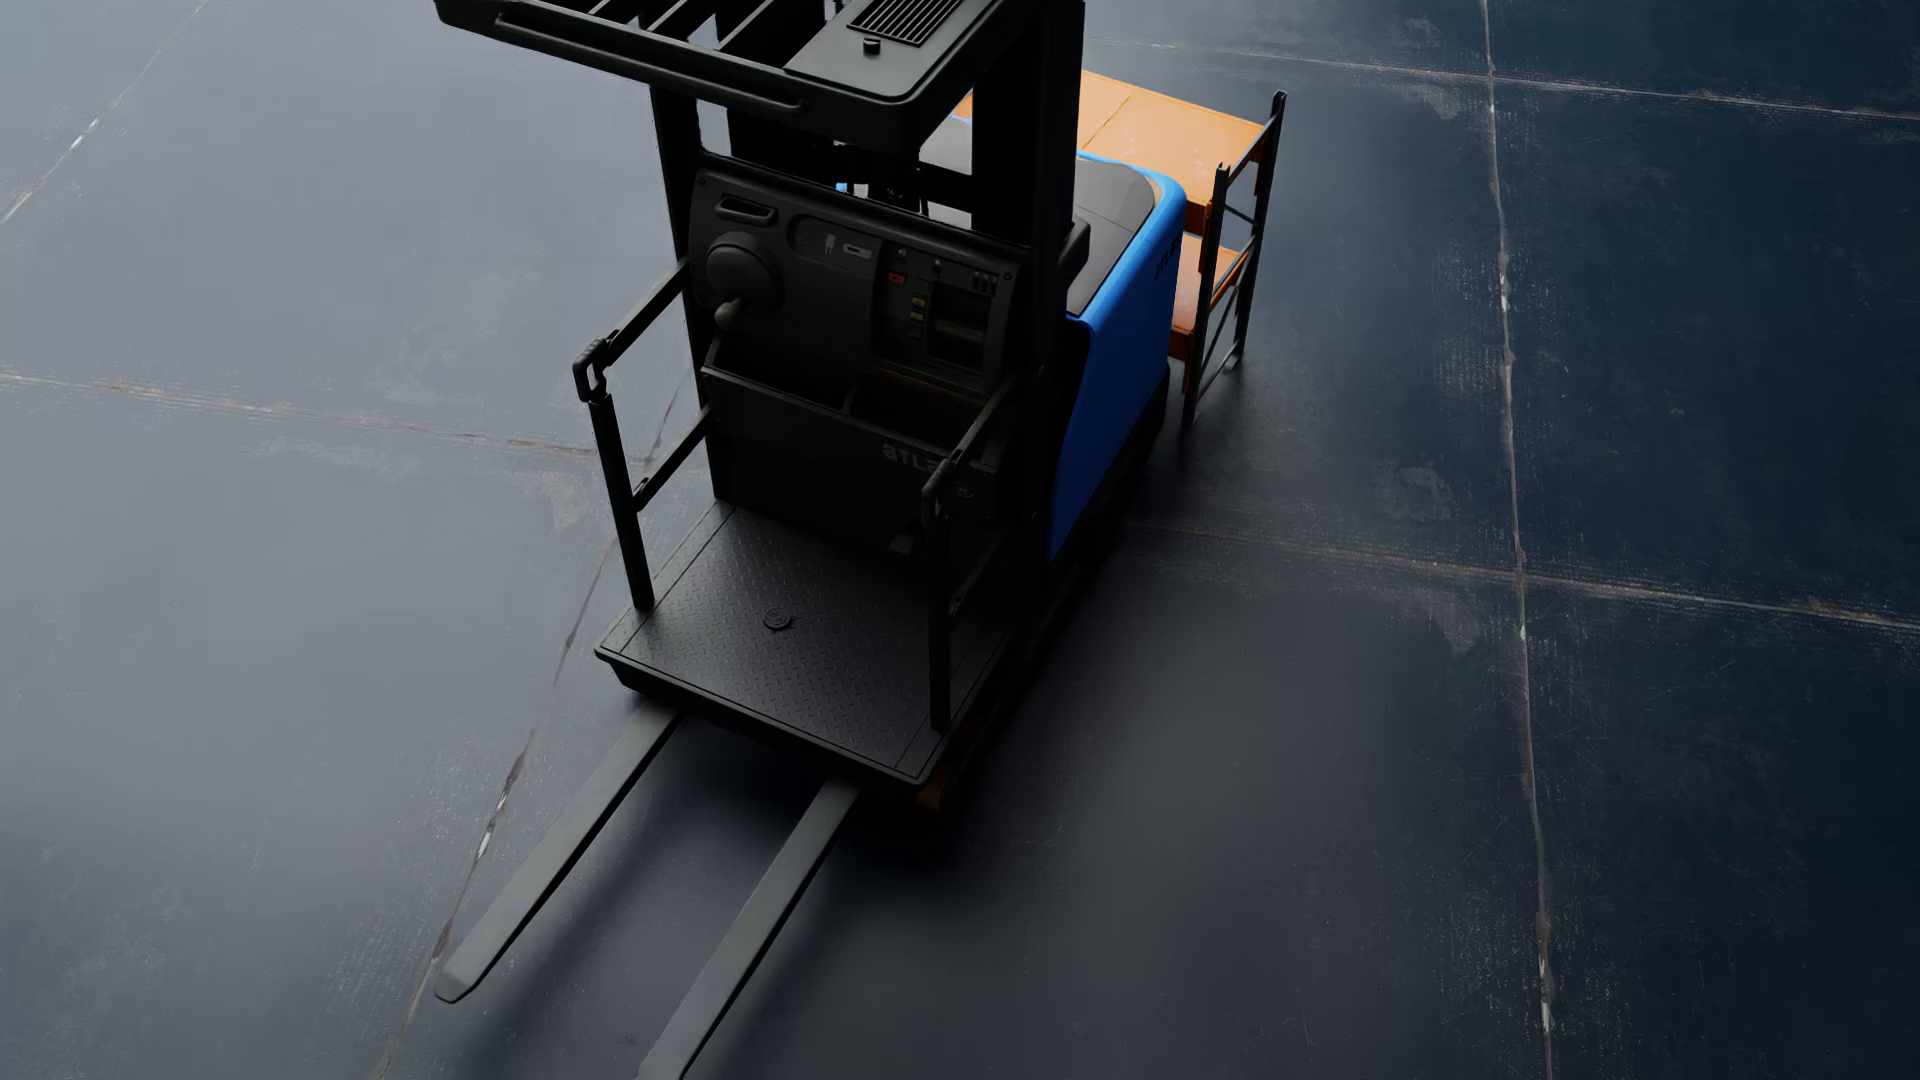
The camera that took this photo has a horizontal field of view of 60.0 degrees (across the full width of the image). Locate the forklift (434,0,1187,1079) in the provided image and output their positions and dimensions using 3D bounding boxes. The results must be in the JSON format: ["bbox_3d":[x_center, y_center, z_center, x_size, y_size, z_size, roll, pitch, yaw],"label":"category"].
[{"bbox_3d":[-0.381,-0.563,4.149,1.130,2.935,3.031,20,51,17],"label":"forklift"}]

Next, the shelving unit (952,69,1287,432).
[{"bbox_3d":[0.487,-1.116,5.860,1.048,1.125,0.538,23,52,19],"label":"shelving unit"}]

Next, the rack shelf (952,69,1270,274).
[{"bbox_3d":[0.487,-1.312,5.642,1.000,0.278,0.538,23,52,19],"label":"rack shelf"}]

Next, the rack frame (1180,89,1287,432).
[{"bbox_3d":[0.928,-0.928,5.691,0.032,1.125,0.500,23,52,19],"label":"rack frame"}]

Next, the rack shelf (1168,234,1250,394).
[{"bbox_3d":[0.487,-0.953,6.042,1.000,0.278,0.538,23,52,19],"label":"rack shelf"}]
